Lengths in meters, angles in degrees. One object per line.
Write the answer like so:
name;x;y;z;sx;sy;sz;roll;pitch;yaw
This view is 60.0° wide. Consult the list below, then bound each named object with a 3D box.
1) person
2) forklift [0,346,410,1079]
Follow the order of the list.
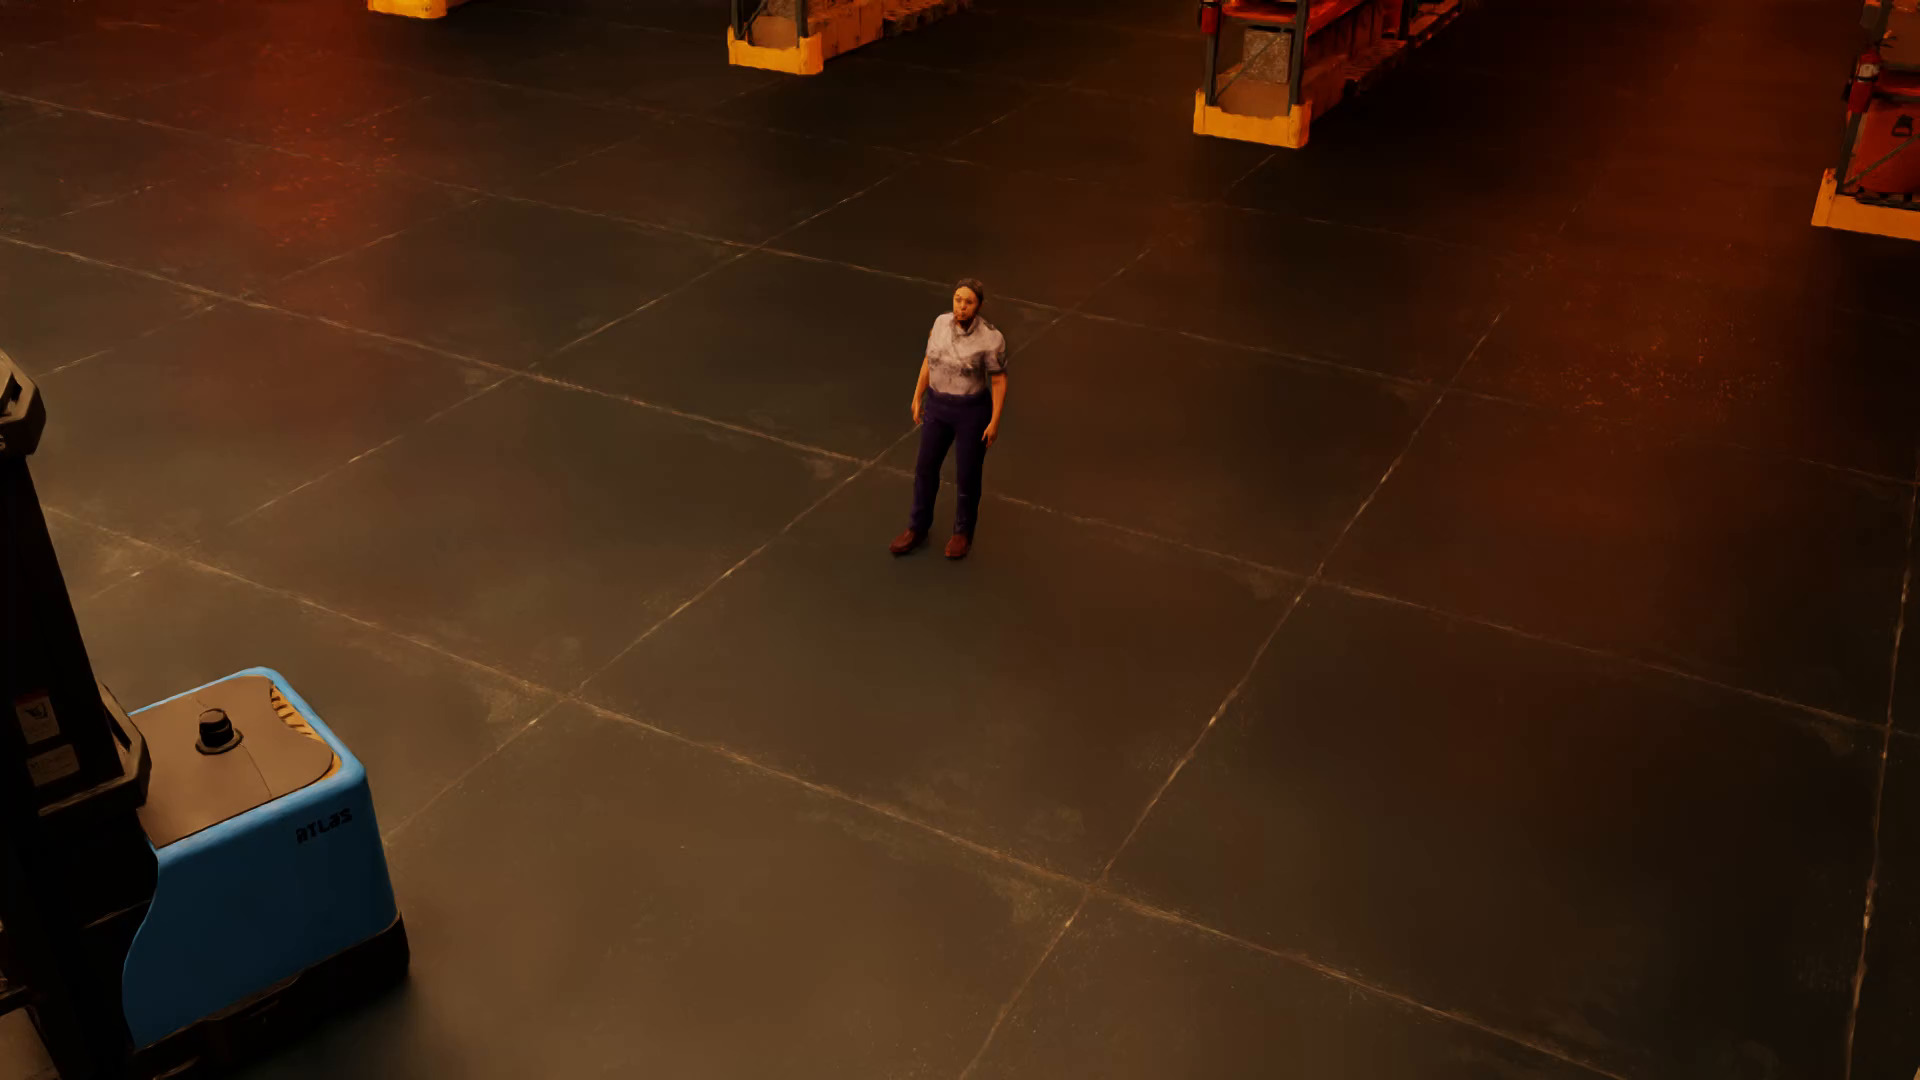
person;-0.063;-0.686;9.529;0.599;1.650;0.502;15;33;25
forklift;-3.711;0.834;5.626;3.031;2.935;1.130;-24;37;-35
